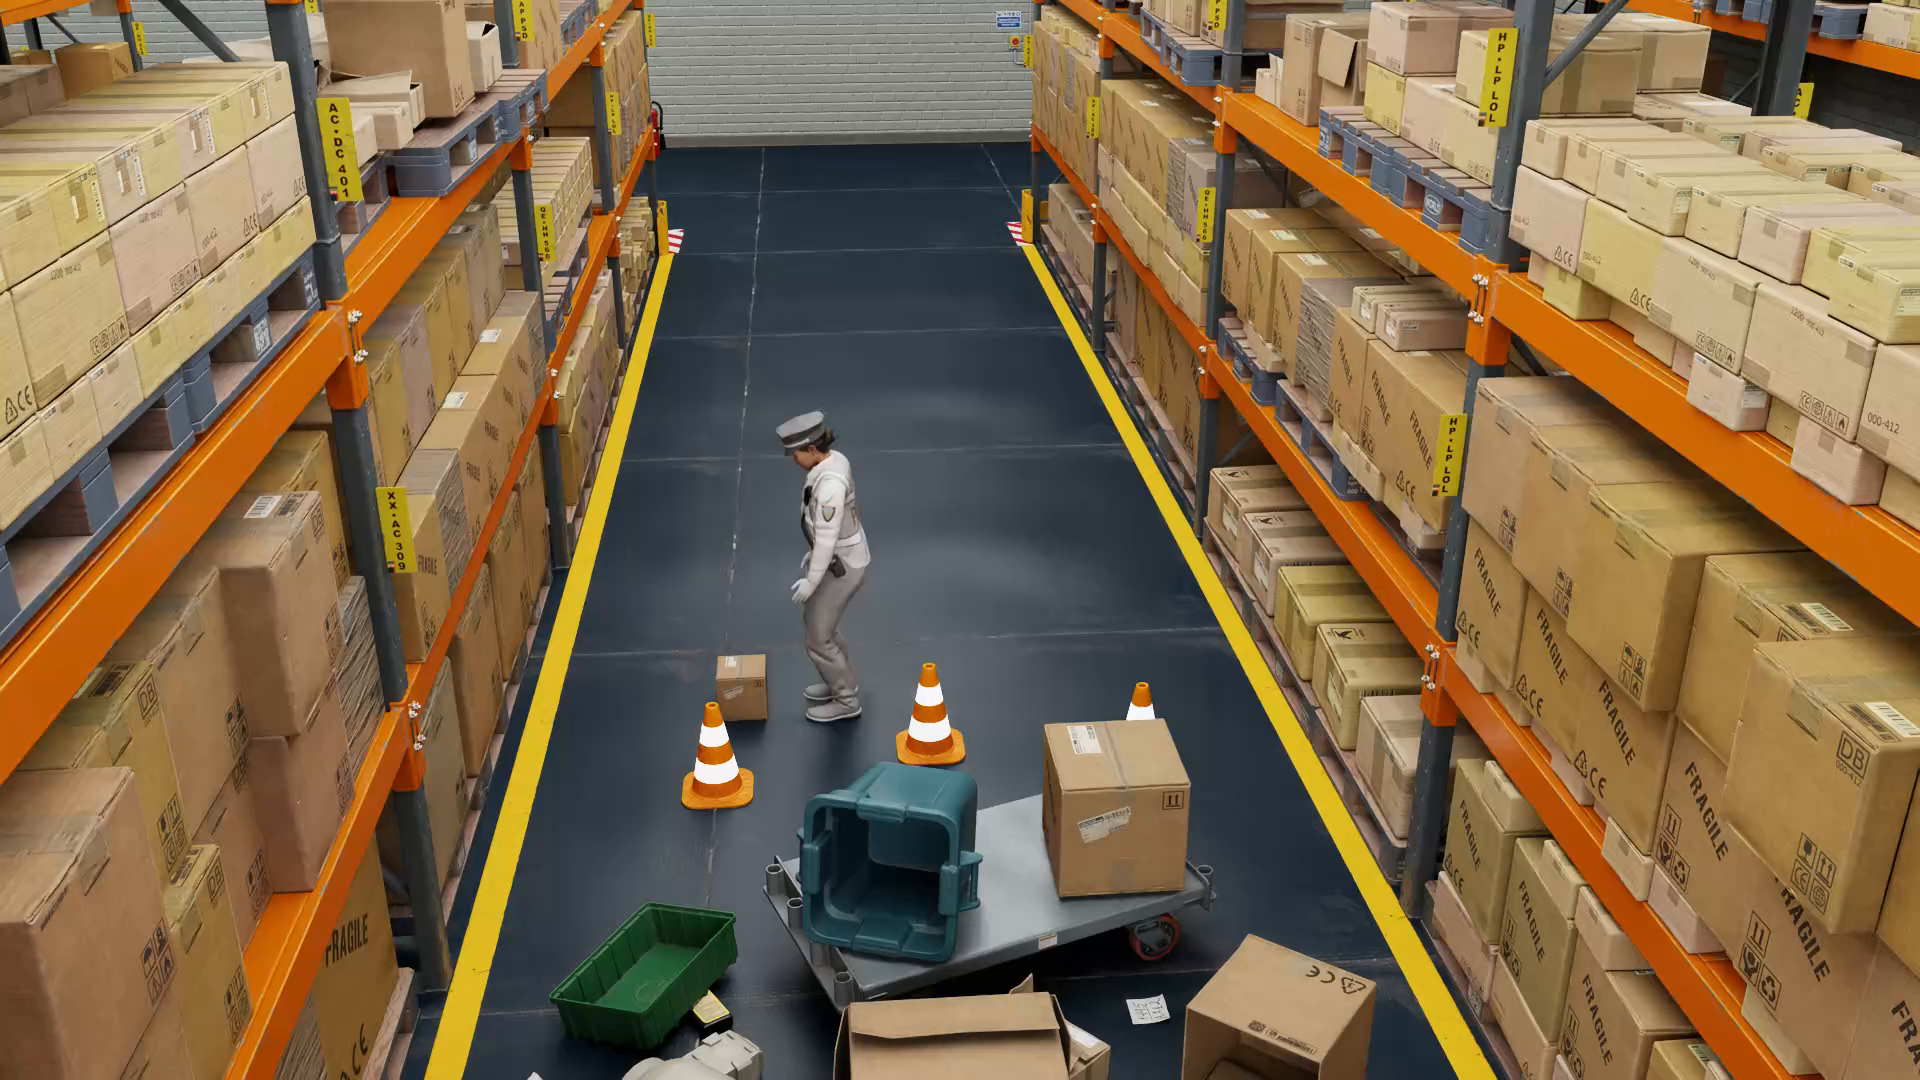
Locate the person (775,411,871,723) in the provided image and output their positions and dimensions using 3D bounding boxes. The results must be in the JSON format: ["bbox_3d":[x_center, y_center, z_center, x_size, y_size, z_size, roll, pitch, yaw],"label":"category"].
[{"bbox_3d":[-0.671,0.141,8.345,0.446,1.626,0.500,-2,24,-4],"label":"person"}]
